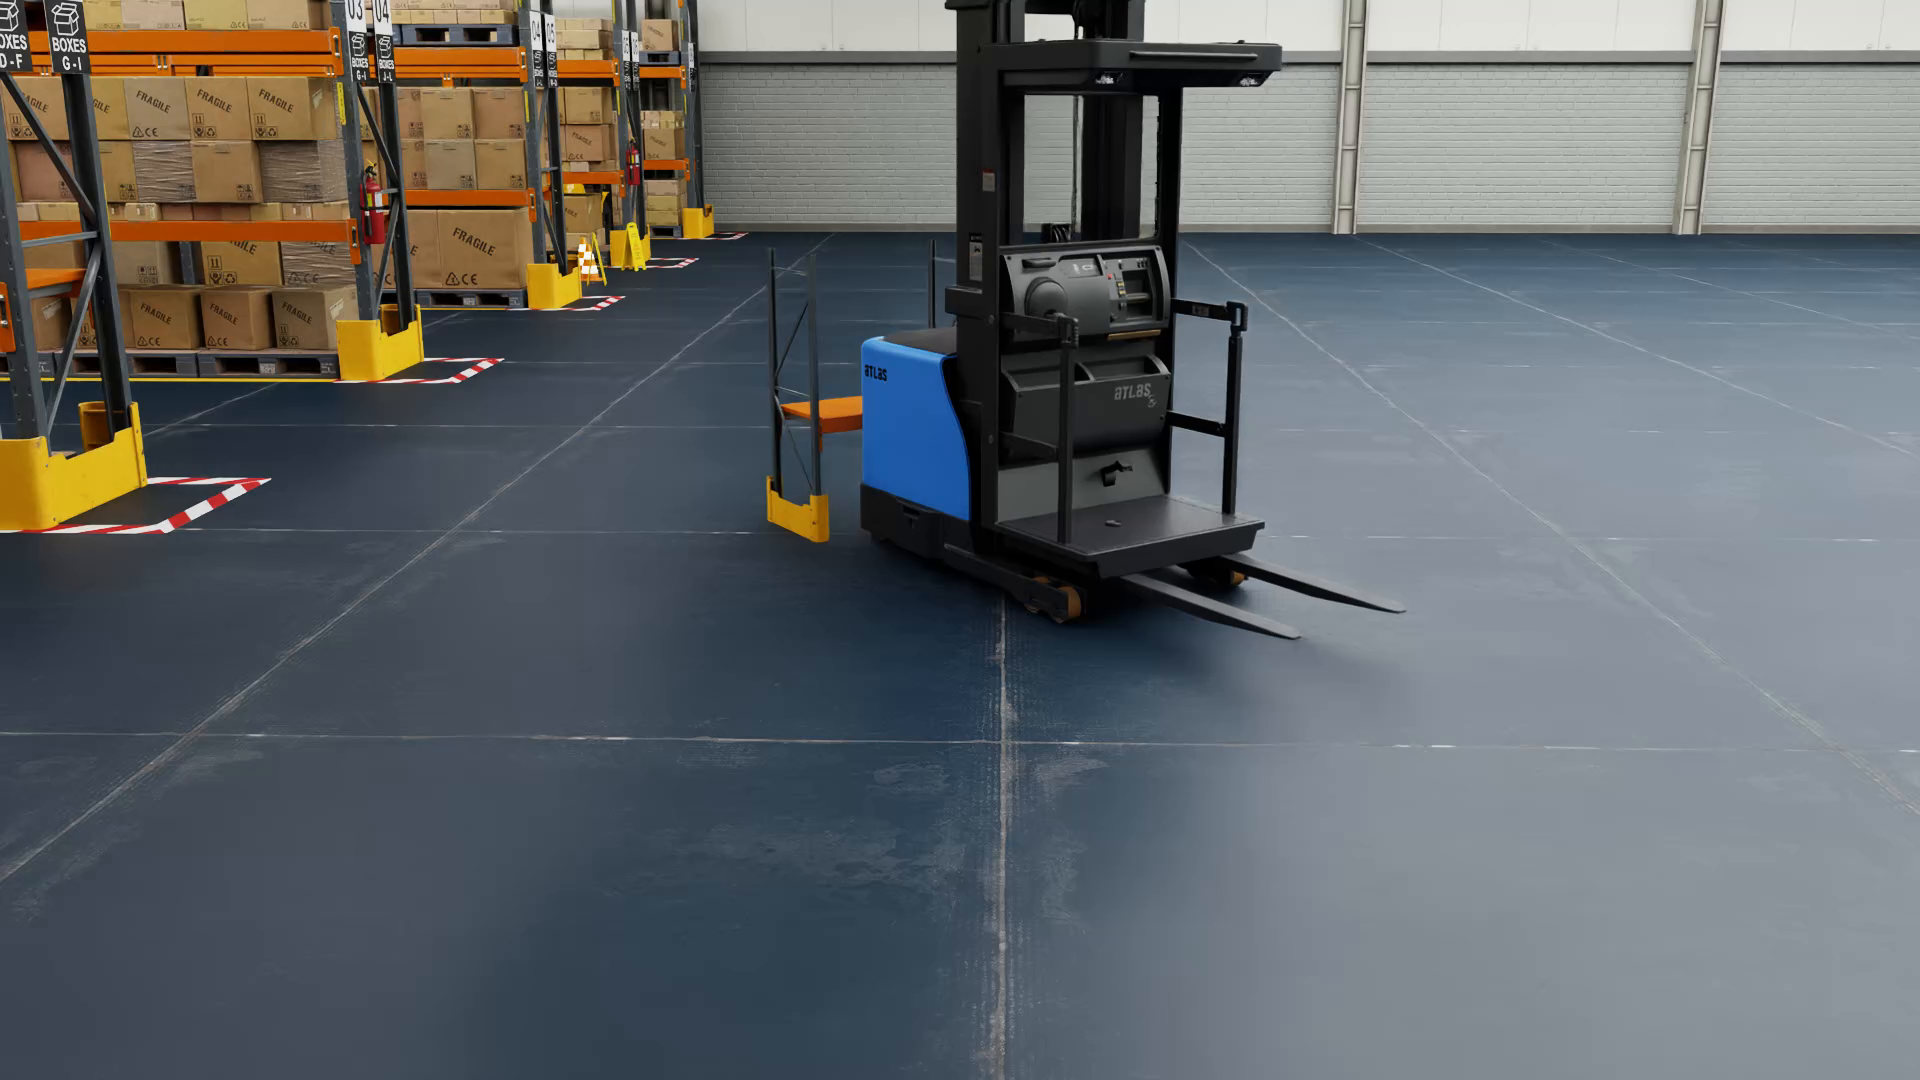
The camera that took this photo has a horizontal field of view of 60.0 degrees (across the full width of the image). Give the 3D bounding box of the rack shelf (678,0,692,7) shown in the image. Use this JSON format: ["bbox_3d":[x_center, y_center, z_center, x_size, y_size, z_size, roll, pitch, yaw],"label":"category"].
[{"bbox_3d":[-6.547,-9.092,27.857,4.000,0.370,1.077,0,15,1],"label":"rack shelf"}]

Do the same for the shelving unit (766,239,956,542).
[{"bbox_3d":[-0.467,-0.849,9.117,1.083,1.500,0.587,-10,18,-32],"label":"shelving unit"}]

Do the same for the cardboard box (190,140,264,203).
[{"bbox_3d":[-5.976,-3.102,13.939,0.500,0.500,0.875,0,15,1],"label":"cardboard box"}]

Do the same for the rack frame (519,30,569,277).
[{"bbox_3d":[-4.696,-4.191,18.845,0.127,3.000,1.000,0,15,1],"label":"rack frame"}]

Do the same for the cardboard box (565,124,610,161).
[{"bbox_3d":[-5.220,-5.579,23.328,0.500,0.500,0.500,0,15,0],"label":"cardboard box"}]

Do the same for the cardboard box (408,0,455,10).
[{"bbox_3d":[-5.692,-5.899,18.132,0.500,0.250,0.500,0,15,2],"label":"cardboard box"}]

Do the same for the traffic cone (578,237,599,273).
[{"bbox_3d":[-5.133,-3.901,22.719,0.334,0.463,0.336,0,15,1],"label":"traffic cone"}]

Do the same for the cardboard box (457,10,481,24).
[{"bbox_3d":[-5.289,-5.689,18.115,0.250,0.149,0.380,0,15,2],"label":"cardboard box"}]

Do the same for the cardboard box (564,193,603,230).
[{"bbox_3d":[-5.494,-4.766,24.121,0.500,0.500,0.500,0,15,0],"label":"cardboard box"}]

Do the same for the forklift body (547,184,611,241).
[{"bbox_3d":[-6.490,-5.856,26.822,1.214,2.155,2.313,0,15,1],"label":"forklift body"}]

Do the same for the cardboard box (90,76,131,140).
[{"bbox_3d":[-6.979,-3.554,13.691,0.500,0.500,0.500,0,15,1],"label":"cardboard box"}]

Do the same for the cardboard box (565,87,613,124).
[{"bbox_3d":[-5.187,-6.077,23.255,0.500,0.500,0.700,0,15,0],"label":"cardboard box"}]

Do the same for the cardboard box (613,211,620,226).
[{"bbox_3d":[-6.022,-5.527,28.476,0.500,0.250,0.500,1,15,2],"label":"cardboard box"}]

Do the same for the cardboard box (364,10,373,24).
[{"bbox_3d":[-6.307,-5.695,18.140,0.250,0.149,0.380,0,15,2],"label":"cardboard box"}]

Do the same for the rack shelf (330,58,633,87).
[{"bbox_3d":[-6.670,-6.569,23.390,4.000,0.370,1.077,0,15,1],"label":"rack shelf"}]

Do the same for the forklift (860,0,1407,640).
[{"bbox_3d":[0.720,-1.183,7.580,1.130,2.935,3.031,-10,18,-33],"label":"forklift"}]

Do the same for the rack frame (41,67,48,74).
[{"bbox_3d":[-12.668,-5.506,23.829,0.127,3.000,1.000,0,15,1],"label":"rack frame"}]

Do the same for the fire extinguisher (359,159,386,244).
[{"bbox_3d":[-4.821,-2.771,13.615,0.183,0.674,0.296,0,15,1],"label":"fire extinguisher"}]

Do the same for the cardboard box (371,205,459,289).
[{"bbox_3d":[-6.255,-3.359,19.035,0.875,0.875,0.875,0,15,1],"label":"cardboard box"}]

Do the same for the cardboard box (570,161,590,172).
[{"bbox_3d":[-5.306,-5.254,23.365,0.250,0.149,0.380,0,15,1],"label":"cardboard box"}]

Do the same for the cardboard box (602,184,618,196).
[{"bbox_3d":[-6.031,-6.003,28.319,0.500,0.250,0.500,1,15,2],"label":"cardboard box"}]

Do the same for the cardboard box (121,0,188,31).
[{"bbox_3d":[-6.423,-4.251,13.486,0.500,0.250,0.500,1,15,3],"label":"cardboard box"}]

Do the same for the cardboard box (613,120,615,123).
[{"bbox_3d":[-5.931,-7.018,28.093,0.250,0.149,0.380,0,15,0],"label":"cardboard box"}]

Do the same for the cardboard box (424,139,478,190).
[{"bbox_3d":[-5.618,-4.252,18.783,0.550,0.550,0.875,0,15,1],"label":"cardboard box"}]

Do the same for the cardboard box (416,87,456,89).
[{"bbox_3d":[-7.224,-6.078,23.260,0.500,0.500,0.700,0,15,0],"label":"cardboard box"}]

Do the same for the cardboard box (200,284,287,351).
[{"bbox_3d":[-6.146,-1.925,14.331,0.500,0.500,0.500,4,15,16],"label":"cardboard box"}]

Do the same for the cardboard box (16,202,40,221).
[{"bbox_3d":[-7.716,-2.742,13.847,0.250,0.149,0.380,0,15,1],"label":"cardboard box"}]

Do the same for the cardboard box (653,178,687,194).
[{"bbox_3d":[-5.023,-6.128,28.794,0.500,0.250,0.500,0,15,1],"label":"cardboard box"}]

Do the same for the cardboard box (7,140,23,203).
[{"bbox_3d":[-7.975,-3.114,13.984,0.500,0.500,0.875,0,15,1],"label":"cardboard box"}]

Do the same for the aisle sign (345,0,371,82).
[{"bbox_3d":[-4.869,-4.107,13.430,0.004,0.787,0.394,0,15,1],"label":"aisle sign"}]

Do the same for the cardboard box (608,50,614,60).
[{"bbox_3d":[-4.994,-6.868,23.603,0.250,0.149,0.380,0,15,1],"label":"cardboard box"}]

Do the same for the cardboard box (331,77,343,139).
[{"bbox_3d":[-5.467,-3.675,14.152,0.500,0.500,0.500,0,15,1],"label":"cardboard box"}]

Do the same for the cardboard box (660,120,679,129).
[{"bbox_3d":[-4.901,-7.013,28.072,0.250,0.149,0.380,1,15,2],"label":"cardboard box"}]

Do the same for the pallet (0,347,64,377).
[{"bbox_3d":[-8.250,-1.609,14.525,1.213,0.211,1.003,0,15,1],"label":"pallet"}]

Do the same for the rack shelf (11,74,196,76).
[{"bbox_3d":[-14.544,-7.887,28.386,4.000,0.370,1.077,0,15,1],"label":"rack shelf"}]

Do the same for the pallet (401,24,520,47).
[{"bbox_3d":[-5.438,-5.601,18.482,1.213,0.211,1.003,0,15,1],"label":"pallet"}]

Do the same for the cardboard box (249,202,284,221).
[{"bbox_3d":[-5.715,-2.745,13.856,0.250,0.149,0.380,0,15,1],"label":"cardboard box"}]

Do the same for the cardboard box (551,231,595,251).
[{"bbox_3d":[-5.510,-4.264,23.690,0.500,0.250,0.500,0,15,1],"label":"cardboard box"}]

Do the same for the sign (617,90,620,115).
[{"bbox_3d":[-4.705,-6.025,22.908,0.005,0.325,0.100,0,15,1],"label":"sign"}]

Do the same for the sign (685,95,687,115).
[{"bbox_3d":[-4.575,-7.256,27.728,0.005,0.325,0.100,0,15,1],"label":"sign"}]

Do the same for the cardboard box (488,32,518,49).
[{"bbox_3d":[-6.211,-6.916,23.004,0.500,0.250,0.500,1,15,3],"label":"cardboard box"}]

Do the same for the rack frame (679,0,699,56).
[{"bbox_3d":[-4.548,-9.621,27.665,0.127,3.000,1.000,0,15,1],"label":"rack frame"}]

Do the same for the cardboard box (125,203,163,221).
[{"bbox_3d":[-6.716,-2.737,13.828,0.250,0.149,0.380,0,15,1],"label":"cardboard box"}]

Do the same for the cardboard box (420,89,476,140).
[{"bbox_3d":[-5.618,-4.778,18.659,0.550,0.550,0.875,0,15,1],"label":"cardboard box"}]

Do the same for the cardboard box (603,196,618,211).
[{"bbox_3d":[-6.060,-5.763,28.388,0.500,0.250,0.500,0,15,0],"label":"cardboard box"}]

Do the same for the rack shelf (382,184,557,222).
[{"bbox_3d":[-6.695,-3.856,18.986,4.000,0.370,1.077,0,15,1],"label":"rack shelf"}]

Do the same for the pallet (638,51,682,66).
[{"bbox_3d":[-5.254,-8.139,28.101,1.213,0.211,1.003,0,15,1],"label":"pallet"}]

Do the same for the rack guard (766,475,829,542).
[{"bbox_3d":[-0.883,-0.174,9.011,0.087,0.250,0.587,-10,18,-32],"label":"rack guard"}]

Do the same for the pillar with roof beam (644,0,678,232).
[{"bbox_3d":[-5.330,-8.757,24.392,0.400,9.000,9.100,0,15,1],"label":"pillar with roof beam"}]

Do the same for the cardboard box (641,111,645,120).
[{"bbox_3d":[-5.421,-7.163,28.058,0.250,0.149,0.380,1,15,3],"label":"cardboard box"}]

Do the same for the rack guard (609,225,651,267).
[{"bbox_3d":[-4.747,-4.246,23.953,0.348,0.500,1.175,0,15,1],"label":"rack guard"}]

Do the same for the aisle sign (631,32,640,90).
[{"bbox_3d":[-4.601,-6.790,23.598,0.004,0.787,0.394,0,15,1],"label":"aisle sign"}]

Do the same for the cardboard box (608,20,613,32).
[{"bbox_3d":[-5.021,-7.223,23.386,0.250,0.149,0.380,0,15,1],"label":"cardboard box"}]
